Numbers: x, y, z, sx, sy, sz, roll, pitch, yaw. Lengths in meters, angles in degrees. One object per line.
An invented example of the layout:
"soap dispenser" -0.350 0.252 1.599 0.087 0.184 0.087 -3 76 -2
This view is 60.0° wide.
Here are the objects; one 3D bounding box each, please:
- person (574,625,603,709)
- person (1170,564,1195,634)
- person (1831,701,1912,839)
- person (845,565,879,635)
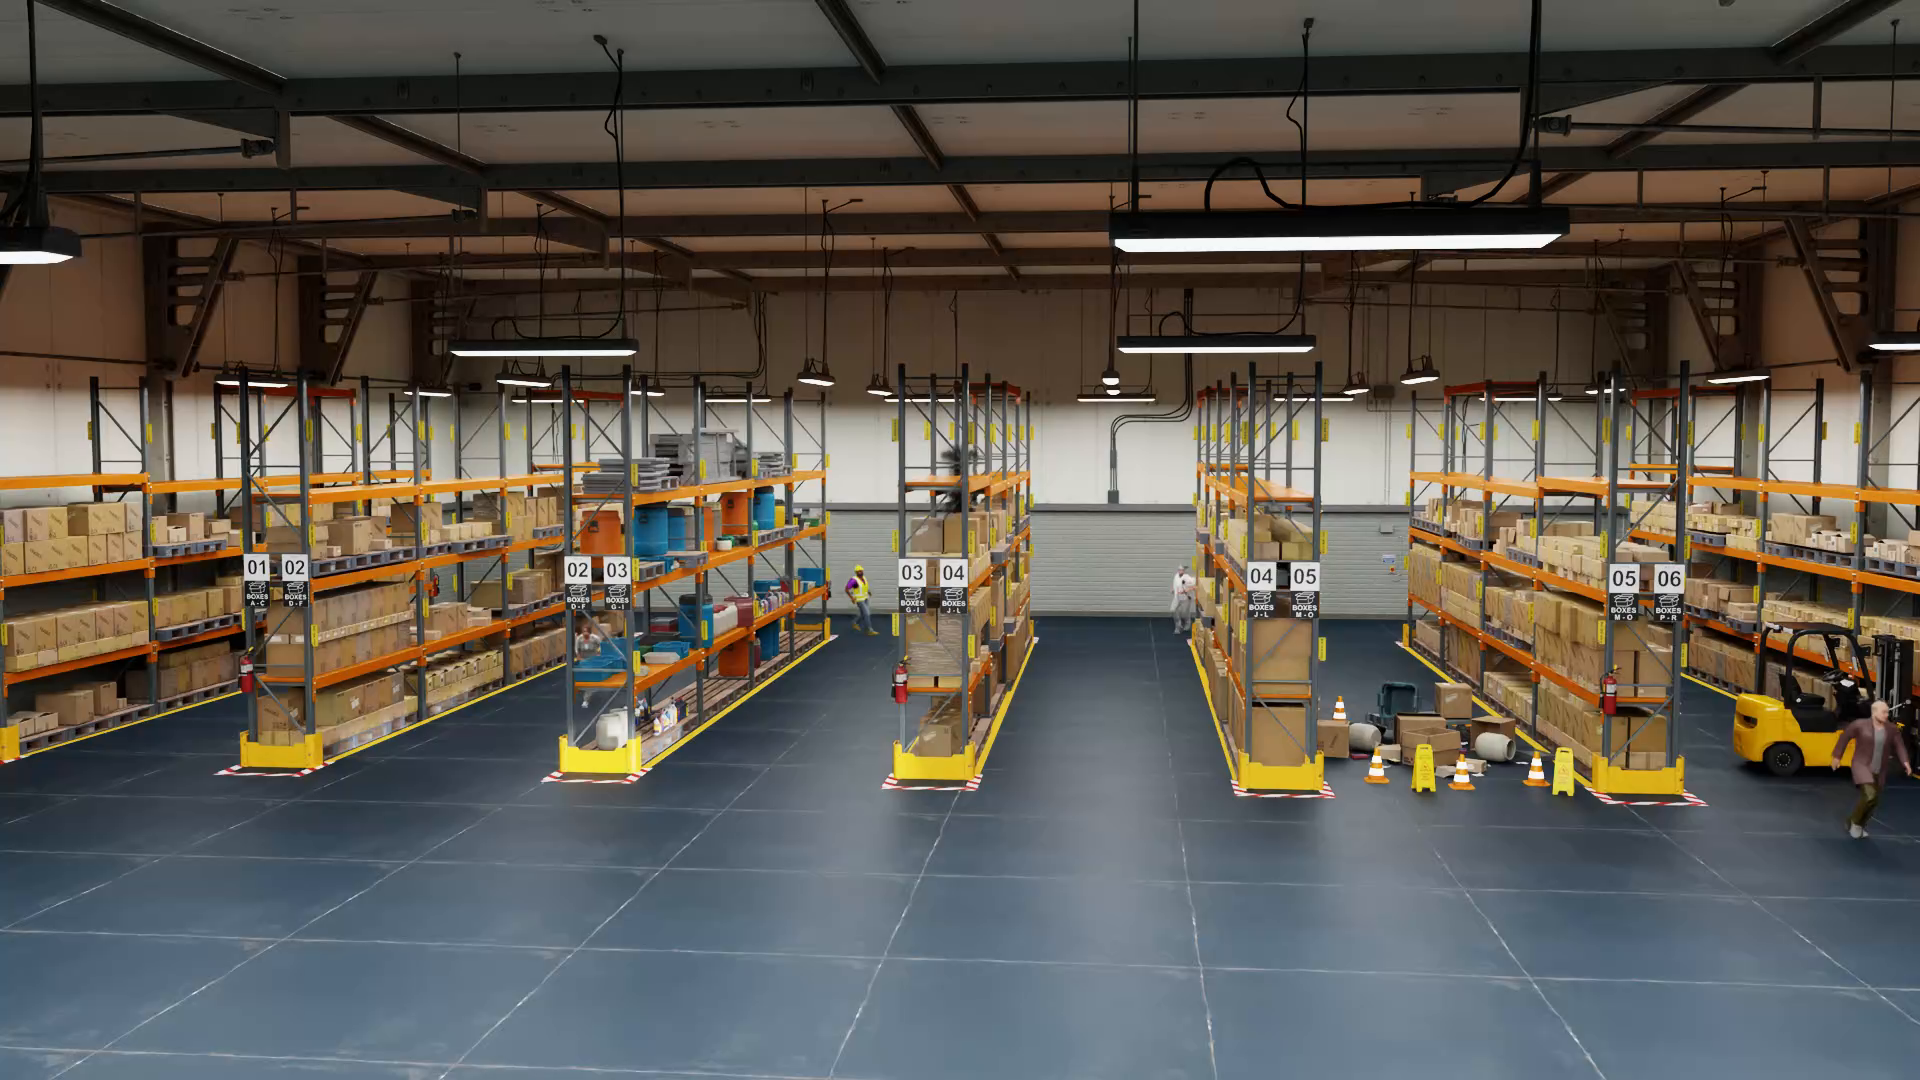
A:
"person" -6.819 2.293 30.638 0.550 1.551 0.866 0 4 -5
"person" 5.644 1.485 41.740 0.693 1.803 0.774 3 5 42
"person" 11.172 2.816 20.316 0.667 1.729 0.880 0 4 -4
"person" -2.472 1.485 41.115 0.901 1.737 0.761 2 4 31
